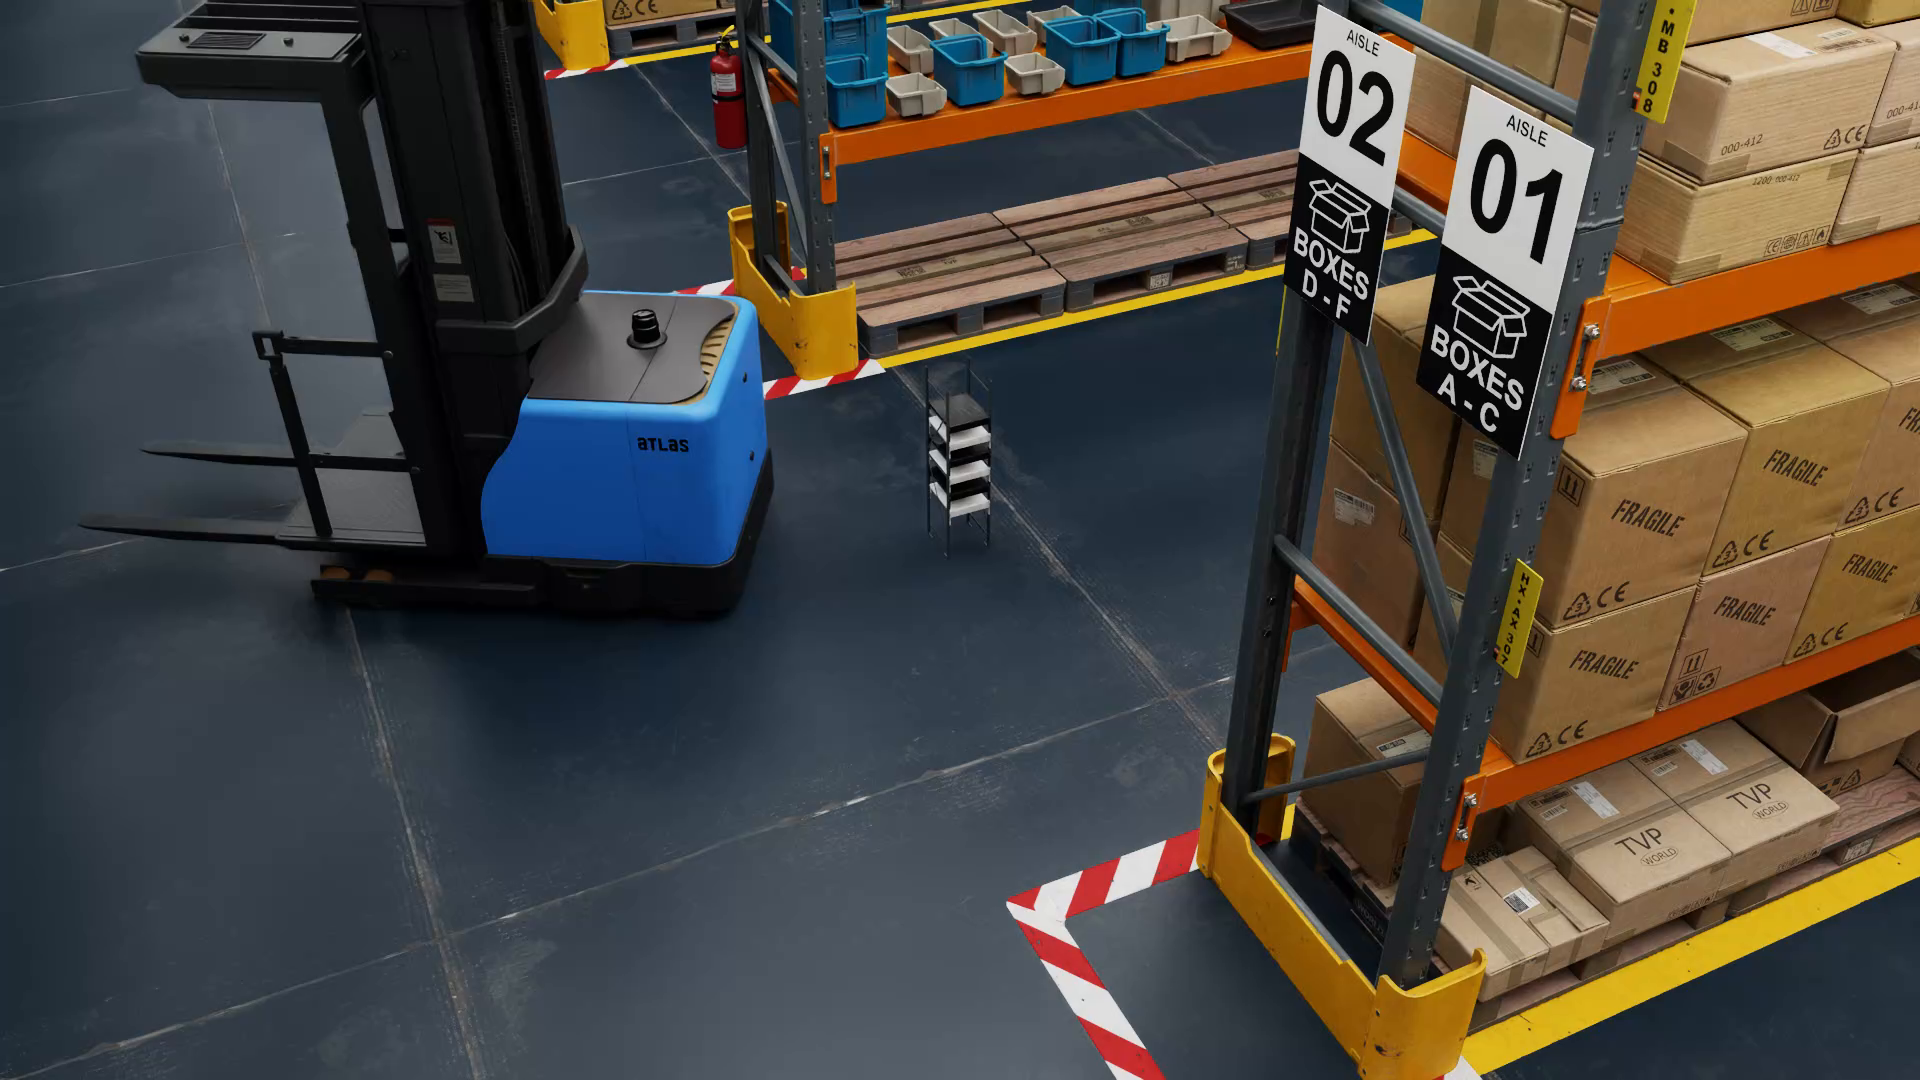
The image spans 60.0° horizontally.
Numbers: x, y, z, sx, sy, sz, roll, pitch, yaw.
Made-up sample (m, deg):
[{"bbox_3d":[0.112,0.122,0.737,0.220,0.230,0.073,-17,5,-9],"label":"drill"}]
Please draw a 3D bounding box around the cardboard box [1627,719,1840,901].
[{"bbox_3d":[2.704,0.946,5.895,0.500,0.250,0.500,-16,39,-20],"label":"cardboard box"}]

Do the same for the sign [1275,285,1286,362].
[{"bbox_3d":[0.968,-0.640,4.858,0.005,0.325,0.100,-16,39,-20],"label":"sign"}]

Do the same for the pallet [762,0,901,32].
[{"bbox_3d":[-1.226,-4.518,13.664,1.213,0.211,1.003,-16,39,-20],"label":"pallet"}]

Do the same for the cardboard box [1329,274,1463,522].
[{"bbox_3d":[1.472,-0.446,4.911,0.500,0.500,0.500,-16,39,-20],"label":"cardboard box"}]

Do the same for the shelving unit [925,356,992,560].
[{"bbox_3d":[-0.007,-0.359,7.479,0.210,0.900,0.258,-16,39,-20],"label":"shelving unit"}]

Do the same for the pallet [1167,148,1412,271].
[{"bbox_3d":[2.057,-2.101,10.406,1.213,0.211,1.003,-16,39,-20],"label":"pallet"}]

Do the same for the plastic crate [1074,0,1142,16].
[{"bbox_3d":[0.835,-3.031,9.408,0.300,0.233,0.416,-16,39,-20],"label":"plastic crate"}]

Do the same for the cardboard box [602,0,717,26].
[{"bbox_3d":[-2.474,-4.607,12.875,0.875,0.875,0.875,-16,39,-20],"label":"cardboard box"}]

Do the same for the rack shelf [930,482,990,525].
[{"bbox_3d":[-0.007,-0.188,7.606,0.200,0.077,0.258,-16,39,-20],"label":"rack shelf"}]

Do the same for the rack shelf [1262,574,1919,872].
[{"bbox_3d":[2.996,0.039,5.783,4.000,0.370,1.077,-16,39,-20],"label":"rack shelf"}]

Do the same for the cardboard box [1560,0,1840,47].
[{"bbox_3d":[1.644,-1.529,3.852,0.500,0.500,0.700,-16,39,-20],"label":"cardboard box"}]

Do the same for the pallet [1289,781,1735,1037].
[{"bbox_3d":[1.976,1.155,6.016,1.213,0.211,1.003,-16,39,-20],"label":"pallet"}]

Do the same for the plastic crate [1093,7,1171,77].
[{"bbox_3d":[0.912,-2.667,8.918,0.300,0.233,0.416,-16,39,-20],"label":"plastic crate"}]

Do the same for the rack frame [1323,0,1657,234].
[{"bbox_3d":[1.186,-2.153,3.099,0.127,3.000,1.000,-16,39,-20],"label":"rack frame"}]

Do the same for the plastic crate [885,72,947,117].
[{"bbox_3d":[-0.226,-2.256,8.444,0.298,0.136,0.250,-16,39,-20],"label":"plastic crate"}]

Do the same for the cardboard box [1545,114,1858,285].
[{"bbox_3d":[1.759,-0.881,4.028,0.500,0.250,0.500,-16,39,-20],"label":"cardboard box"}]

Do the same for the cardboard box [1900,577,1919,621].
[{"bbox_3d":[3.073,-0.138,5.335,0.500,0.500,0.500,-15,39,-19],"label":"cardboard box"}]

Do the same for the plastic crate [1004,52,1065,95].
[{"bbox_3d":[0.388,-2.427,8.676,0.298,0.136,0.250,-16,39,-20],"label":"plastic crate"}]

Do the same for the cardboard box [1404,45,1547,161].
[{"bbox_3d":[1.539,-1.160,4.405,0.500,0.250,0.500,-16,39,-20],"label":"cardboard box"}]

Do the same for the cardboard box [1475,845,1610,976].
[{"bbox_3d":[1.937,1.234,5.578,0.250,0.166,0.380,-16,39,-20],"label":"cardboard box"}]

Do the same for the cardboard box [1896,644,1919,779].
[{"bbox_3d":[3.733,0.634,6.265,0.500,0.311,0.500,-16,39,-20],"label":"cardboard box"}]

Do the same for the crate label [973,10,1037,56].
[{"bbox_3d":[0.256,-2.787,9.161,0.243,0.136,0.396,-16,39,-20],"label":"crate label"}]

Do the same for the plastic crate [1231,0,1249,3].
[{"bbox_3d":[1.791,-3.387,9.695,0.583,0.464,0.402,-16,39,-20],"label":"plastic crate"}]

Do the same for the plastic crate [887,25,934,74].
[{"bbox_3d":[-0.254,-2.638,8.960,0.243,0.136,0.396,-16,39,-20],"label":"plastic crate"}]

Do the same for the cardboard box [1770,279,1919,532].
[{"bbox_3d":[2.625,-0.416,4.870,0.500,0.500,0.500,-15,39,-19],"label":"cardboard box"}]

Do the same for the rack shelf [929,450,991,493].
[{"bbox_3d":[-0.007,-0.333,7.499,0.200,0.077,0.258,-16,39,-20],"label":"rack shelf"}]

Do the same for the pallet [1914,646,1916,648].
[{"bbox_3d":[4.185,0.537,6.849,1.213,0.211,1.003,-16,39,-20],"label":"pallet"}]

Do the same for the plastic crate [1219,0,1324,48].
[{"bbox_3d":[1.807,-2.914,9.341,0.590,0.125,0.437,-16,39,-20],"label":"plastic crate"}]

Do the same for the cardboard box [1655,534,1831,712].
[{"bbox_3d":[2.164,0.113,4.996,0.500,0.500,0.500,-16,39,-20],"label":"cardboard box"}]

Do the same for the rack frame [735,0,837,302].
[{"bbox_3d":[-0.915,-2.416,8.489,0.127,3.000,1.000,-16,39,-20],"label":"rack frame"}]

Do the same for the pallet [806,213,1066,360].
[{"bbox_3d":[-0.152,-1.484,9.573,1.213,0.211,1.003,-16,39,-20],"label":"pallet"}]

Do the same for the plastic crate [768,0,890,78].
[{"bbox_3d":[-0.692,-2.640,8.711,0.499,0.435,0.616,-16,39,-20],"label":"plastic crate"}]

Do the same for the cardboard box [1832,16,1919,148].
[{"bbox_3d":[2.217,-1.201,4.040,0.500,0.250,0.500,-16,39,-20],"label":"cardboard box"}]

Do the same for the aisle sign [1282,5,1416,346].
[{"bbox_3d":[0.994,-0.936,4.311,0.004,0.787,0.394,-16,39,-20],"label":"aisle sign"}]

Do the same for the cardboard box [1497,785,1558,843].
[{"bbox_3d":[1.978,0.893,6.037,0.250,0.166,0.380,-16,39,-20],"label":"cardboard box"}]

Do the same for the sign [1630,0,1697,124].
[{"bbox_3d":[1.417,-1.007,3.338,0.005,0.325,0.100,-16,39,-20],"label":"sign"}]

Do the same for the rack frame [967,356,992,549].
[{"bbox_3d":[0.085,-0.385,7.514,0.006,0.900,0.240,-16,39,-20],"label":"rack frame"}]

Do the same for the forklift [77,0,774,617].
[{"bbox_3d":[-2.436,-1.192,6.896,3.031,2.935,1.130,3,37,4],"label":"forklift"}]

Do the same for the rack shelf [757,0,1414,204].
[{"bbox_3d":[0.895,-2.633,9.386,4.000,0.370,1.077,-16,39,-20],"label":"rack shelf"}]

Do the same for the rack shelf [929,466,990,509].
[{"bbox_3d":[-0.007,-0.260,7.553,0.200,0.077,0.258,-16,39,-20],"label":"rack shelf"}]

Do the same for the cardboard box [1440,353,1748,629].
[{"bbox_3d":[1.700,-0.156,4.518,0.500,0.500,0.500,-14,39,-19],"label":"cardboard box"}]

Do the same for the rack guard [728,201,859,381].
[{"bbox_3d":[-0.932,-1.399,9.216,0.348,0.500,1.175,-16,39,-20],"label":"rack guard"}]
